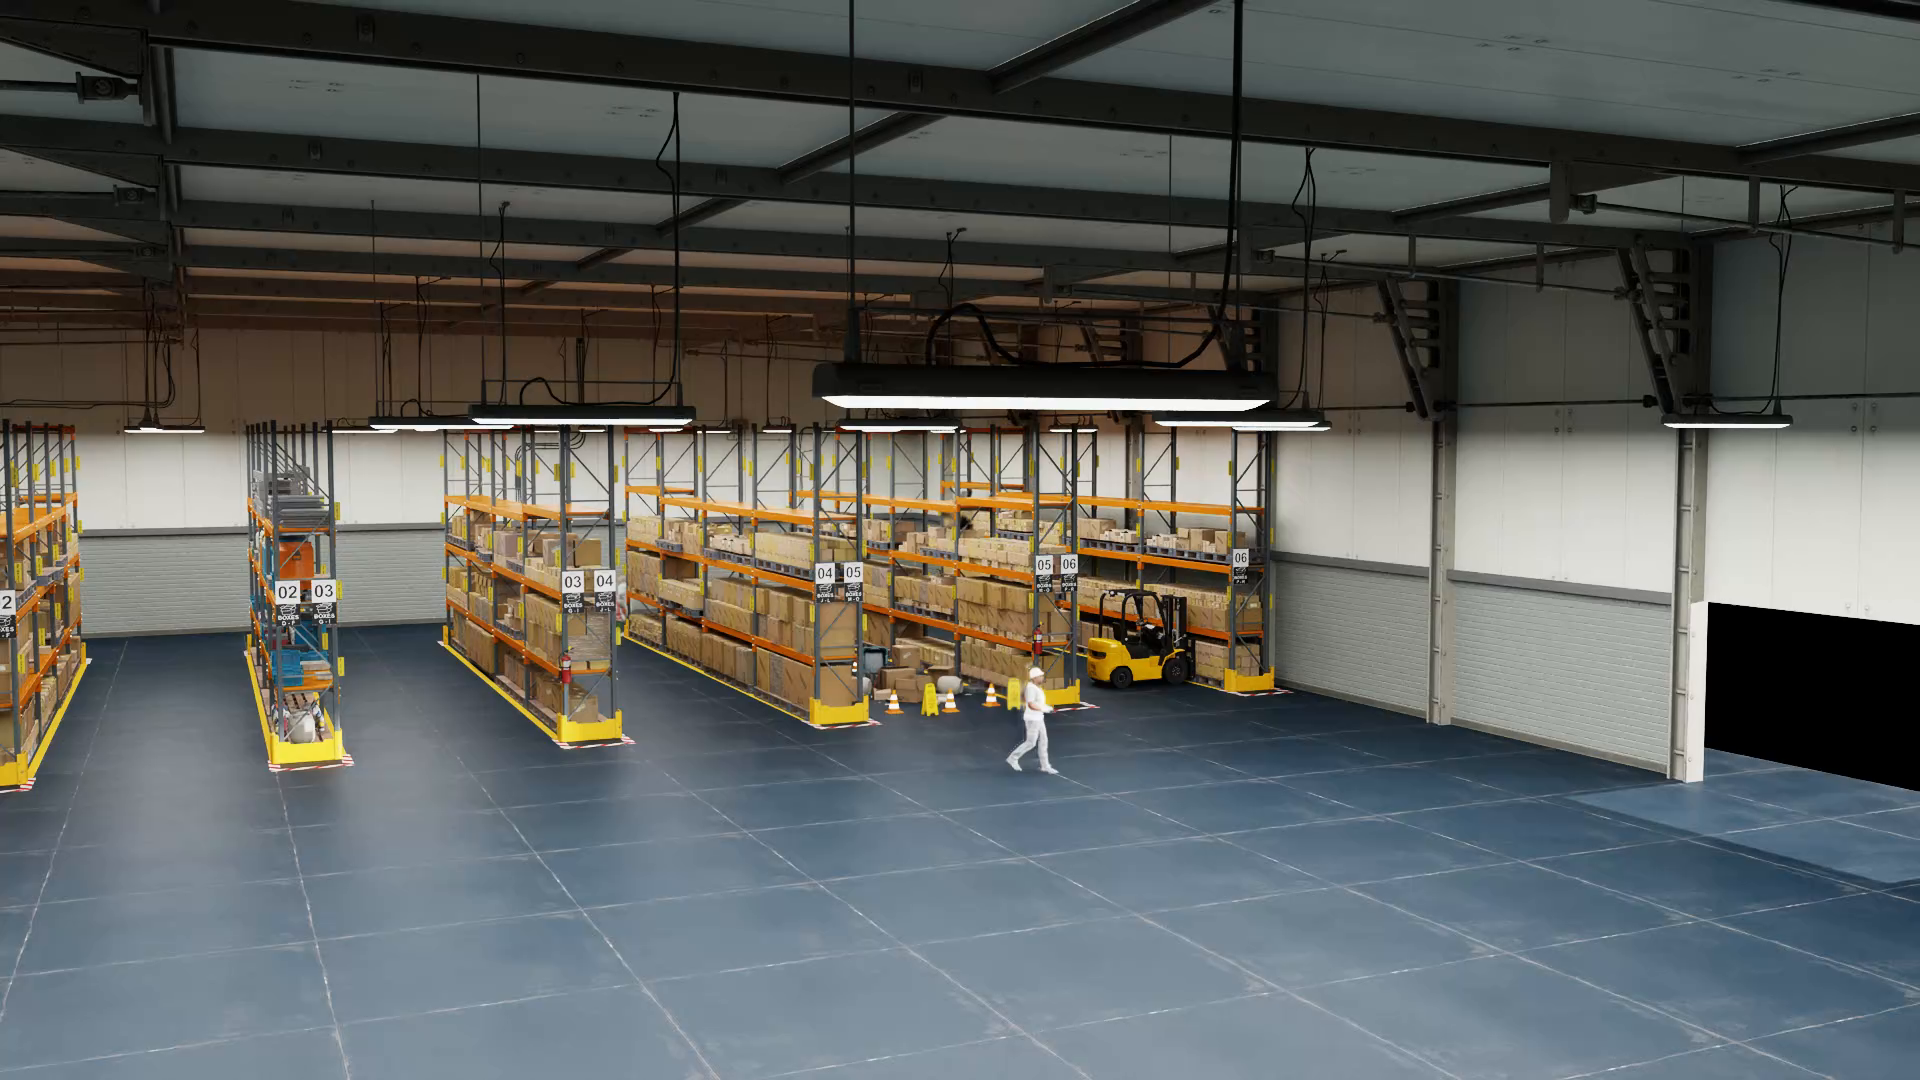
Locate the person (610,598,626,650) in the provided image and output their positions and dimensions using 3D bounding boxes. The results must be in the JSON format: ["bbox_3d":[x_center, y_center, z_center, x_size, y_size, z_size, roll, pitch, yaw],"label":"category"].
[{"bbox_3d":[-9.069,2.136,43.513,0.663,1.745,0.544,-1,4,-18],"label":"person"}]

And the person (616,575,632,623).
[{"bbox_3d":[-9.958,1.848,48.977,0.947,1.613,0.769,-1,4,-8],"label":"person"}]

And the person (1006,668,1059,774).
[{"bbox_3d":[1.235,3.062,28.181,0.879,1.801,0.707,1,4,10],"label":"person"}]
